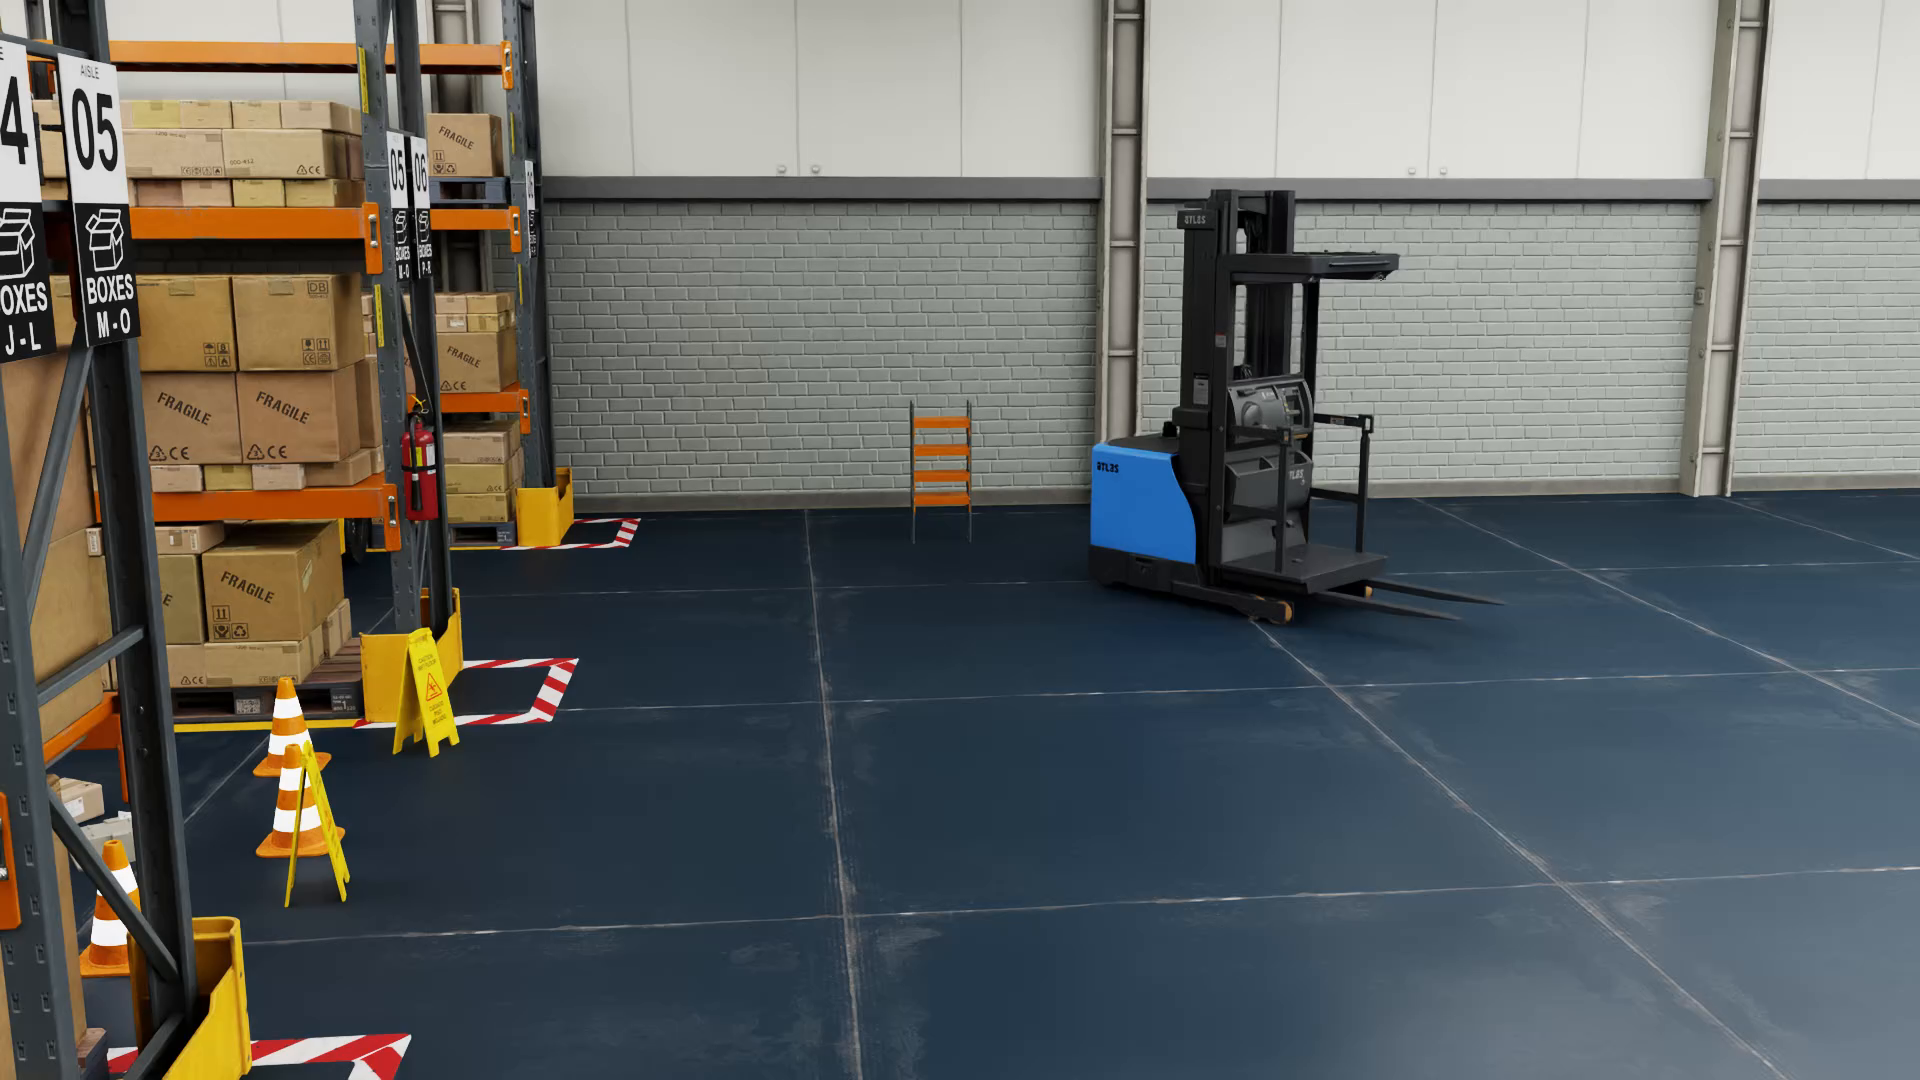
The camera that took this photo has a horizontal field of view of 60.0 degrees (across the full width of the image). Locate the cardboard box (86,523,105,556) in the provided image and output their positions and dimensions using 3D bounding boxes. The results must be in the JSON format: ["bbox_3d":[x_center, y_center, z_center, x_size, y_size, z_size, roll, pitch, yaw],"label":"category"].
[{"bbox_3d":[-4.760,-0.020,9.108,0.250,0.149,0.380,-1,11,-4],"label":"cardboard box"}]

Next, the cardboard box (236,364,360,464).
[{"bbox_3d":[-3.631,-0.705,9.147,0.500,0.500,0.500,-1,11,-7],"label":"cardboard box"}]

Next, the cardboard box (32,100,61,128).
[{"bbox_3d":[-4.702,-2.244,8.813,0.250,0.149,0.380,-2,11,-8],"label":"cardboard box"}]

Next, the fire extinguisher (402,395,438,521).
[{"bbox_3d":[-2.958,-0.450,9.082,0.183,0.674,0.296,-1,11,-6],"label":"fire extinguisher"}]

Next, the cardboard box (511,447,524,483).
[{"bbox_3d":[-4.151,-0.658,14.682,0.500,0.250,0.500,-1,11,-5],"label":"cardboard box"}]

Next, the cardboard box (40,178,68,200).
[{"bbox_3d":[-4.722,-1.840,8.827,0.250,0.149,0.380,-2,11,-8],"label":"cardboard box"}]

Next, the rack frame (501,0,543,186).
[{"bbox_3d":[-3.661,-4.469,13.774,0.127,3.000,1.000,-1,11,-6],"label":"rack frame"}]

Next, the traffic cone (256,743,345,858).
[{"bbox_3d":[-2.951,1.133,7.406,0.334,0.463,0.336,-1,11,-6],"label":"traffic cone"}]

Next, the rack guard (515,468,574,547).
[{"bbox_3d":[-3.637,-0.300,14.597,0.348,0.500,1.175,-1,11,-6],"label":"rack guard"}]

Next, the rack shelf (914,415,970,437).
[{"bbox_3d":[-0.165,-0.971,14.159,0.480,0.148,0.258,-1,11,-6],"label":"rack shelf"}]

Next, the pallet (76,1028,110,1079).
[{"bbox_3d":[-3.273,1.773,4.802,1.213,0.211,1.003,-1,11,-6],"label":"pallet"}]

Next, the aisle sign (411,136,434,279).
[{"bbox_3d":[-3.093,-1.910,9.570,0.004,0.787,0.394,-1,11,-6],"label":"aisle sign"}]

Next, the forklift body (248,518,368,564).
[{"bbox_3d":[-5.349,-0.720,12.454,1.214,2.155,2.313,-1,11,-6],"label":"forklift body"}]

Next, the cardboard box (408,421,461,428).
[{"bbox_3d":[-4.655,-0.888,14.559,0.500,0.250,0.500,-1,11,-6],"label":"cardboard box"}]

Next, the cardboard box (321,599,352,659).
[{"bbox_3d":[-3.953,0.533,9.921,0.500,0.250,0.500,-1,11,-7],"label":"cardboard box"}]

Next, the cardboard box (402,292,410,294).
[{"bbox_3d":[-4.790,-2.064,14.377,0.250,0.149,0.380,-1,11,-6],"label":"cardboard box"}]

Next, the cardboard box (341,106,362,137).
[{"bbox_3d":[-3.496,-2.345,9.331,0.250,0.149,0.380,-1,11,-6],"label":"cardboard box"}]

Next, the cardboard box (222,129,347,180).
[{"bbox_3d":[-3.601,-2.056,8.891,0.500,0.250,0.500,-1,11,-7],"label":"cardboard box"}]

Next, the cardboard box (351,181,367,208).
[{"bbox_3d":[-3.486,-1.978,9.528,0.250,0.149,0.380,-1,11,-6],"label":"cardboard box"}]

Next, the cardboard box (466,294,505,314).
[{"bbox_3d":[-3.994,-1.991,14.009,0.250,0.149,0.380,-1,11,-6],"label":"cardboard box"}]

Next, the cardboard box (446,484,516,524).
[{"bbox_3d":[-4.094,-0.312,14.220,0.500,0.250,0.500,-1,11,-6],"label":"cardboard box"}]

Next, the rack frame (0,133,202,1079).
[{"bbox_3d":[-2.486,0.373,4.694,0.127,3.000,1.000,-1,11,-6],"label":"rack frame"}]

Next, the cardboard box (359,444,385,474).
[{"bbox_3d":[-3.481,-0.483,9.702,0.250,0.149,0.380,-1,11,-6],"label":"cardboard box"}]

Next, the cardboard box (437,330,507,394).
[{"bbox_3d":[-4.122,-1.514,14.035,0.500,0.500,0.500,-1,11,-7],"label":"cardboard box"}]

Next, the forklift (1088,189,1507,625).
[{"bbox_3d":[2.358,-0.966,11.686,1.130,2.935,3.031,-11,15,-43],"label":"forklift"}]

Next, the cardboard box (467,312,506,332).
[{"bbox_3d":[-3.975,-1.832,13.971,0.250,0.149,0.380,-1,11,-5],"label":"cardboard box"}]

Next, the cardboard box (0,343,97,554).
[{"bbox_3d":[-2.859,-0.230,4.573,0.550,0.550,0.875,-1,11,-6],"label":"cardboard box"}]

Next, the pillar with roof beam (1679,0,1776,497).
[{"bbox_3d":[7.944,-4.052,11.652,0.400,9.000,9.100,-1,11,-6],"label":"pillar with roof beam"}]

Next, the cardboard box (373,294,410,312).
[{"bbox_3d":[-4.749,-1.979,13.944,0.250,0.149,0.380,-1,11,-6],"label":"cardboard box"}]

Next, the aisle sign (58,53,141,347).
[{"bbox_3d":[-2.448,-0.961,4.743,0.004,0.787,0.394,-1,11,-6],"label":"aisle sign"}]

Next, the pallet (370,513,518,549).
[{"bbox_3d":[-4.417,-0.134,14.500,1.213,0.211,1.003,-1,11,-6],"label":"pallet"}]

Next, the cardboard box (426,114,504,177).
[{"bbox_3d":[-4.075,-3.246,13.719,0.500,0.500,0.500,-1,11,-4],"label":"cardboard box"}]

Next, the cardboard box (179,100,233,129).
[{"bbox_3d":[-3.938,-2.243,8.811,0.250,0.149,0.380,-1,11,-7],"label":"cardboard box"}]

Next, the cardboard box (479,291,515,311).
[{"bbox_3d":[-4.018,-2.073,14.425,0.250,0.149,0.380,-1,11,-7],"label":"cardboard box"}]

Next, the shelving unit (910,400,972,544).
[{"bbox_3d":[-0.165,-0.585,14.235,0.503,1.200,0.258,-1,11,-6],"label":"shelving unit"}]

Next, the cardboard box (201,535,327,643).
[{"bbox_3d":[-3.889,0.268,9.325,0.500,0.500,0.500,-1,11,-6],"label":"cardboard box"}]

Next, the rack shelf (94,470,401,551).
[{"bbox_3d":[-5.109,-0.179,9.369,4.000,0.370,1.077,-1,11,-6],"label":"rack shelf"}]

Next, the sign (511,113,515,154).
[{"bbox_3d":[-3.616,-3.289,13.455,0.005,0.325,0.100,-1,11,-6],"label":"sign"}]

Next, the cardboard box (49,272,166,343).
[{"bbox_3d":[-4.605,-1.168,8.909,0.500,0.500,0.700,-1,11,-7],"label":"cardboard box"}]

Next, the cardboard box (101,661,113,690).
[{"bbox_3d":[-4.931,0.659,9.280,0.500,0.250,0.500,-2,11,-8],"label":"cardboard box"}]

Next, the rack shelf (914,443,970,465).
[{"bbox_3d":[-0.165,-0.739,14.205,0.480,0.148,0.258,-1,11,-6],"label":"rack shelf"}]

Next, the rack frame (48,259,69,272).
[{"bbox_3d":[-7.637,-1.442,13.929,0.127,3.000,1.000,-1,11,-6],"label":"rack frame"}]

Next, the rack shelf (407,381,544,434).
[{"bbox_3d":[-5.649,-1.131,14.211,4.000,0.370,1.077,-1,11,-6],"label":"rack shelf"}]

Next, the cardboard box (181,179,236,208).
[{"bbox_3d":[-3.957,-1.851,8.882,0.250,0.149,0.380,-1,11,-4],"label":"cardboard box"}]

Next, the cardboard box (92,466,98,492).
[{"bbox_3d":[-4.734,-0.362,9.084,0.250,0.149,0.380,-1,11,-7],"label":"cardboard box"}]

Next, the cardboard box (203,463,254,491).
[{"bbox_3d":[-3.967,-0.374,9.146,0.250,0.149,0.380,-1,11,-7],"label":"cardboard box"}]

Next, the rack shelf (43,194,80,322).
[{"bbox_3d":[-4.474,-0.704,4.262,4.000,0.370,1.077,-1,11,-6],"label":"rack shelf"}]
